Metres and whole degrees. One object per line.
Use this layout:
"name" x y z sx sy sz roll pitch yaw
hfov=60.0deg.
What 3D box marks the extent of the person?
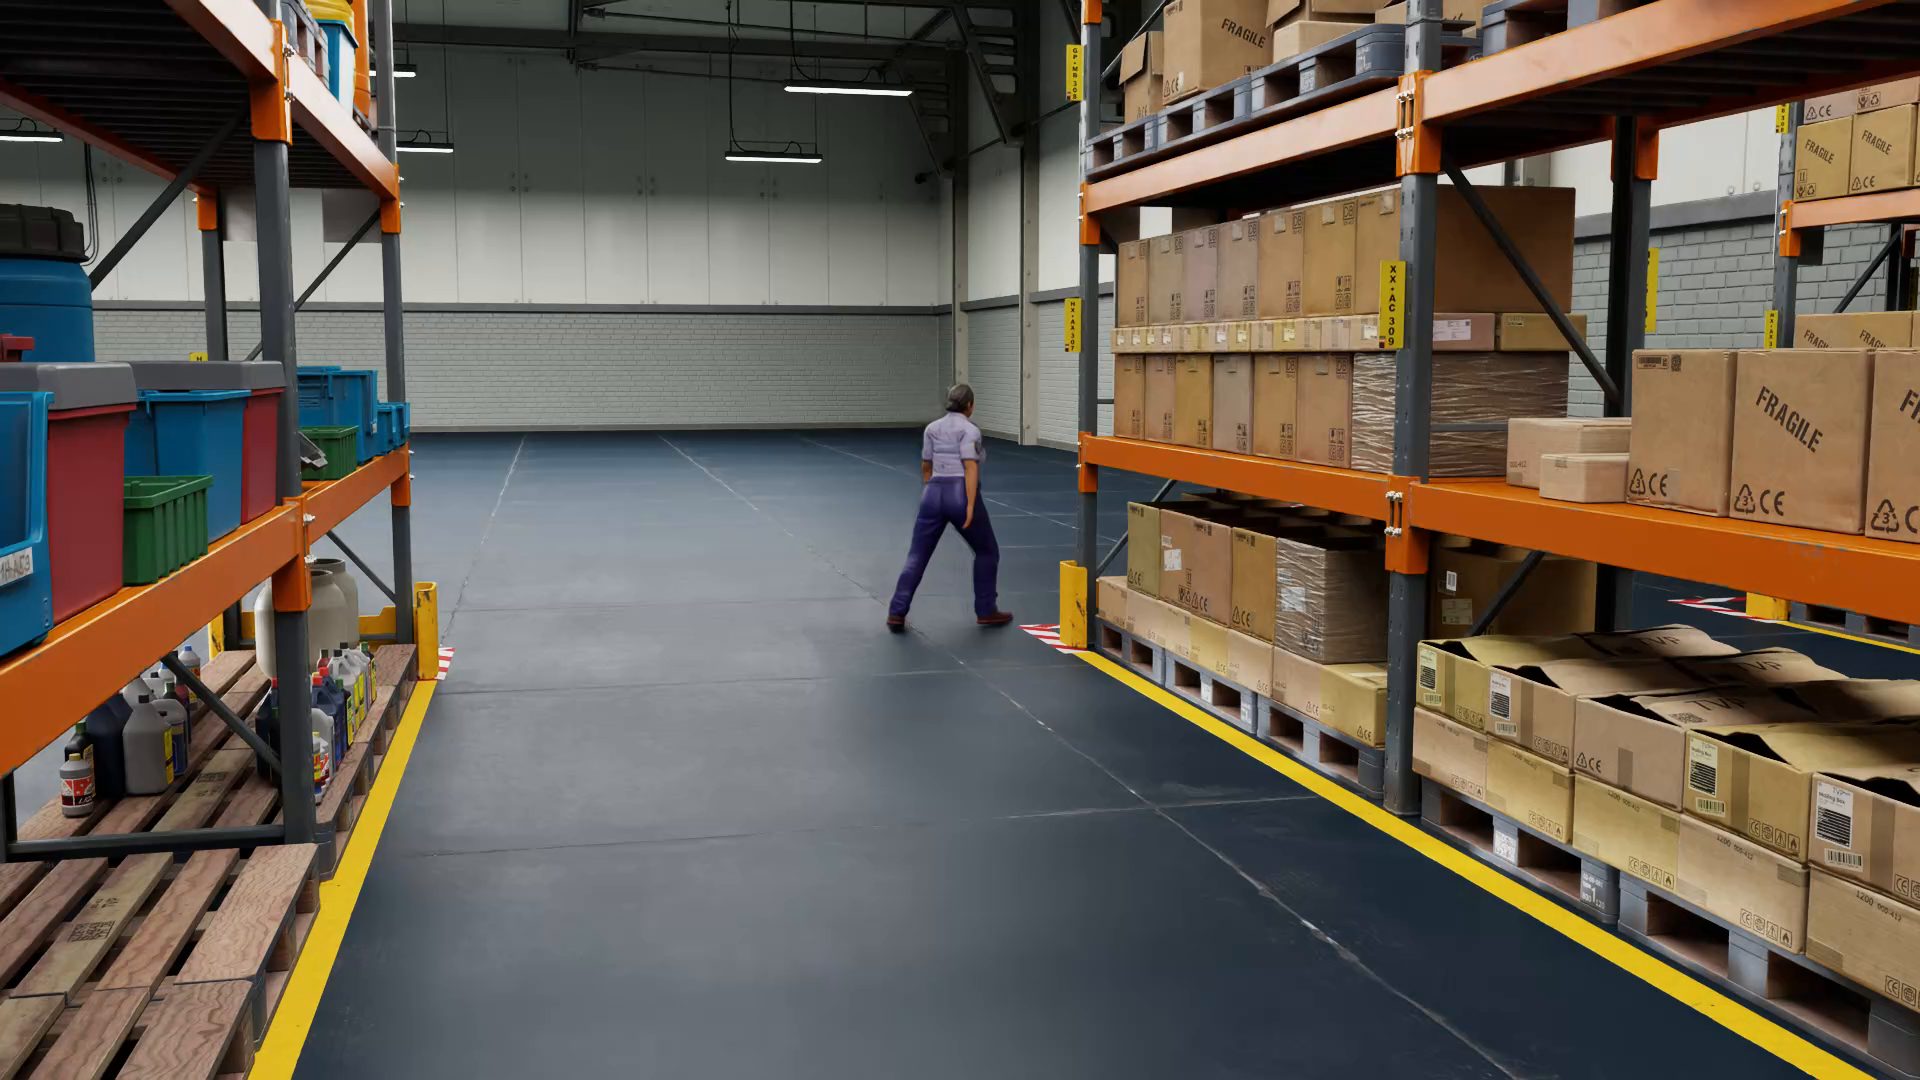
"person" -0.097 -0.225 10.966 0.660 1.577 0.786 4 7 29
